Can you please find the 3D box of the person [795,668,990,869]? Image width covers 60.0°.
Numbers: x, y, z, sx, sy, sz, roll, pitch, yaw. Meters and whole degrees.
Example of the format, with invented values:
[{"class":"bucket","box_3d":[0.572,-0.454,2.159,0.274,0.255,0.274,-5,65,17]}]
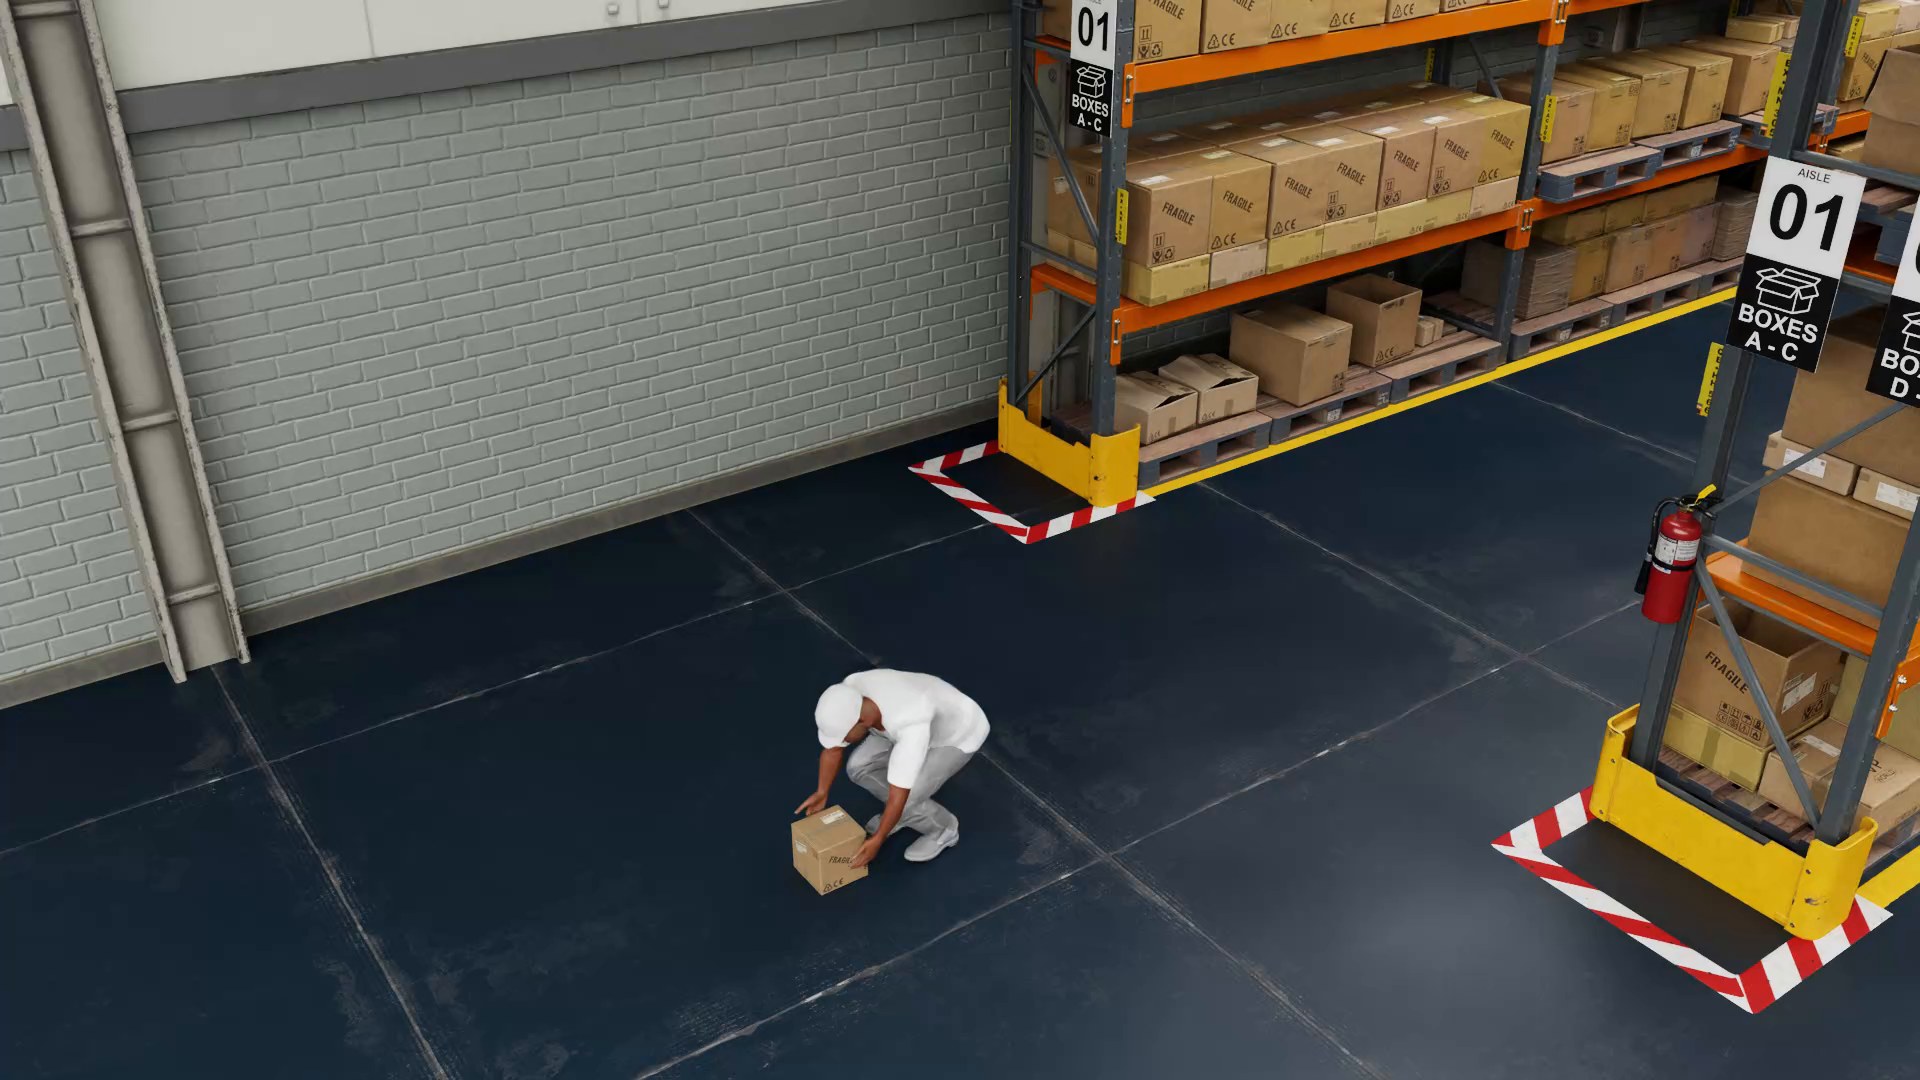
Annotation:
[{"class":"person","box_3d":[-0.266,0.987,7.545,0.884,1.039,0.593,-19,34,-31]}]
